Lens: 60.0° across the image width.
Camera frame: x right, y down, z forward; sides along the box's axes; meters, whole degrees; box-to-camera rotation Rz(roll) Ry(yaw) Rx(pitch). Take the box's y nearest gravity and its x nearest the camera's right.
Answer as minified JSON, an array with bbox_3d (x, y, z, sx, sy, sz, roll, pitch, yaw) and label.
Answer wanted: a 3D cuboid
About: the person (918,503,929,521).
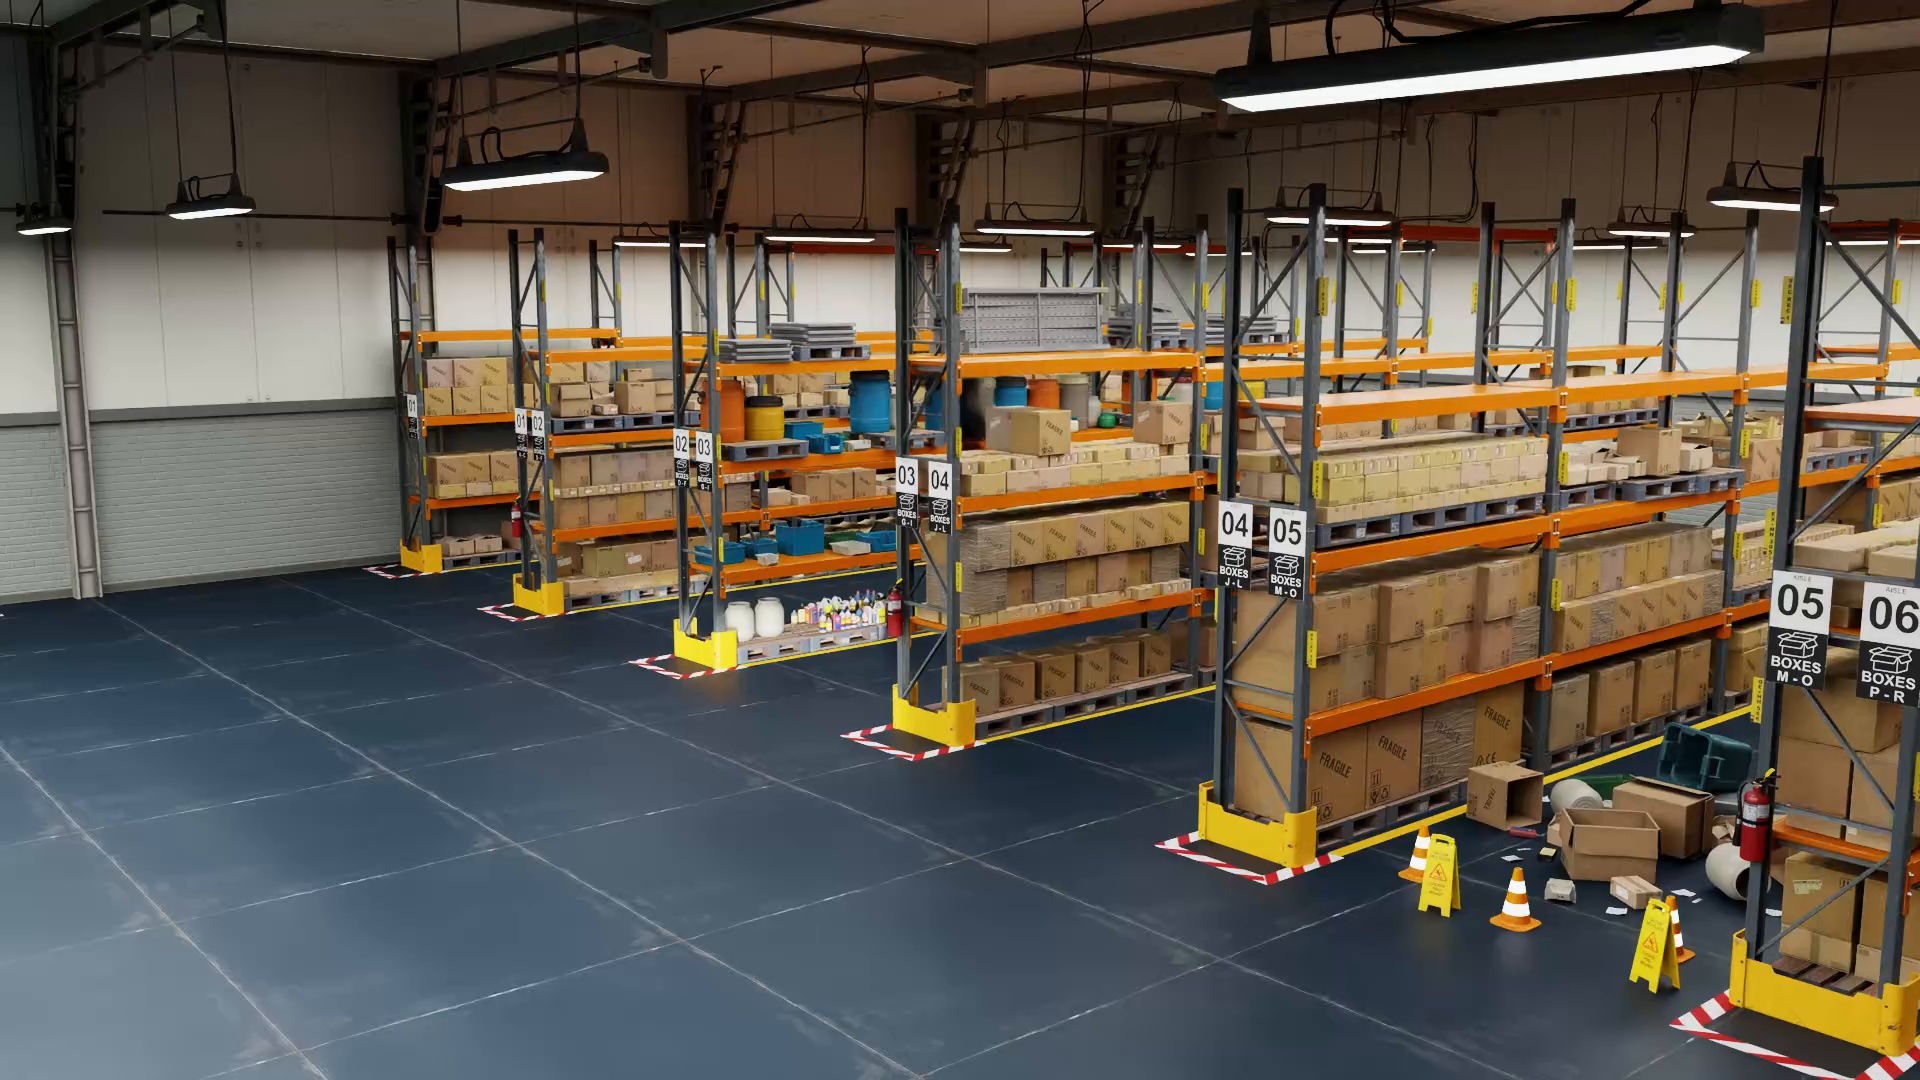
[{"bbox_3d":[-0.689,-0.928,34.011,0.712,1.776,0.955,6,11,36],"label":"person"}]
